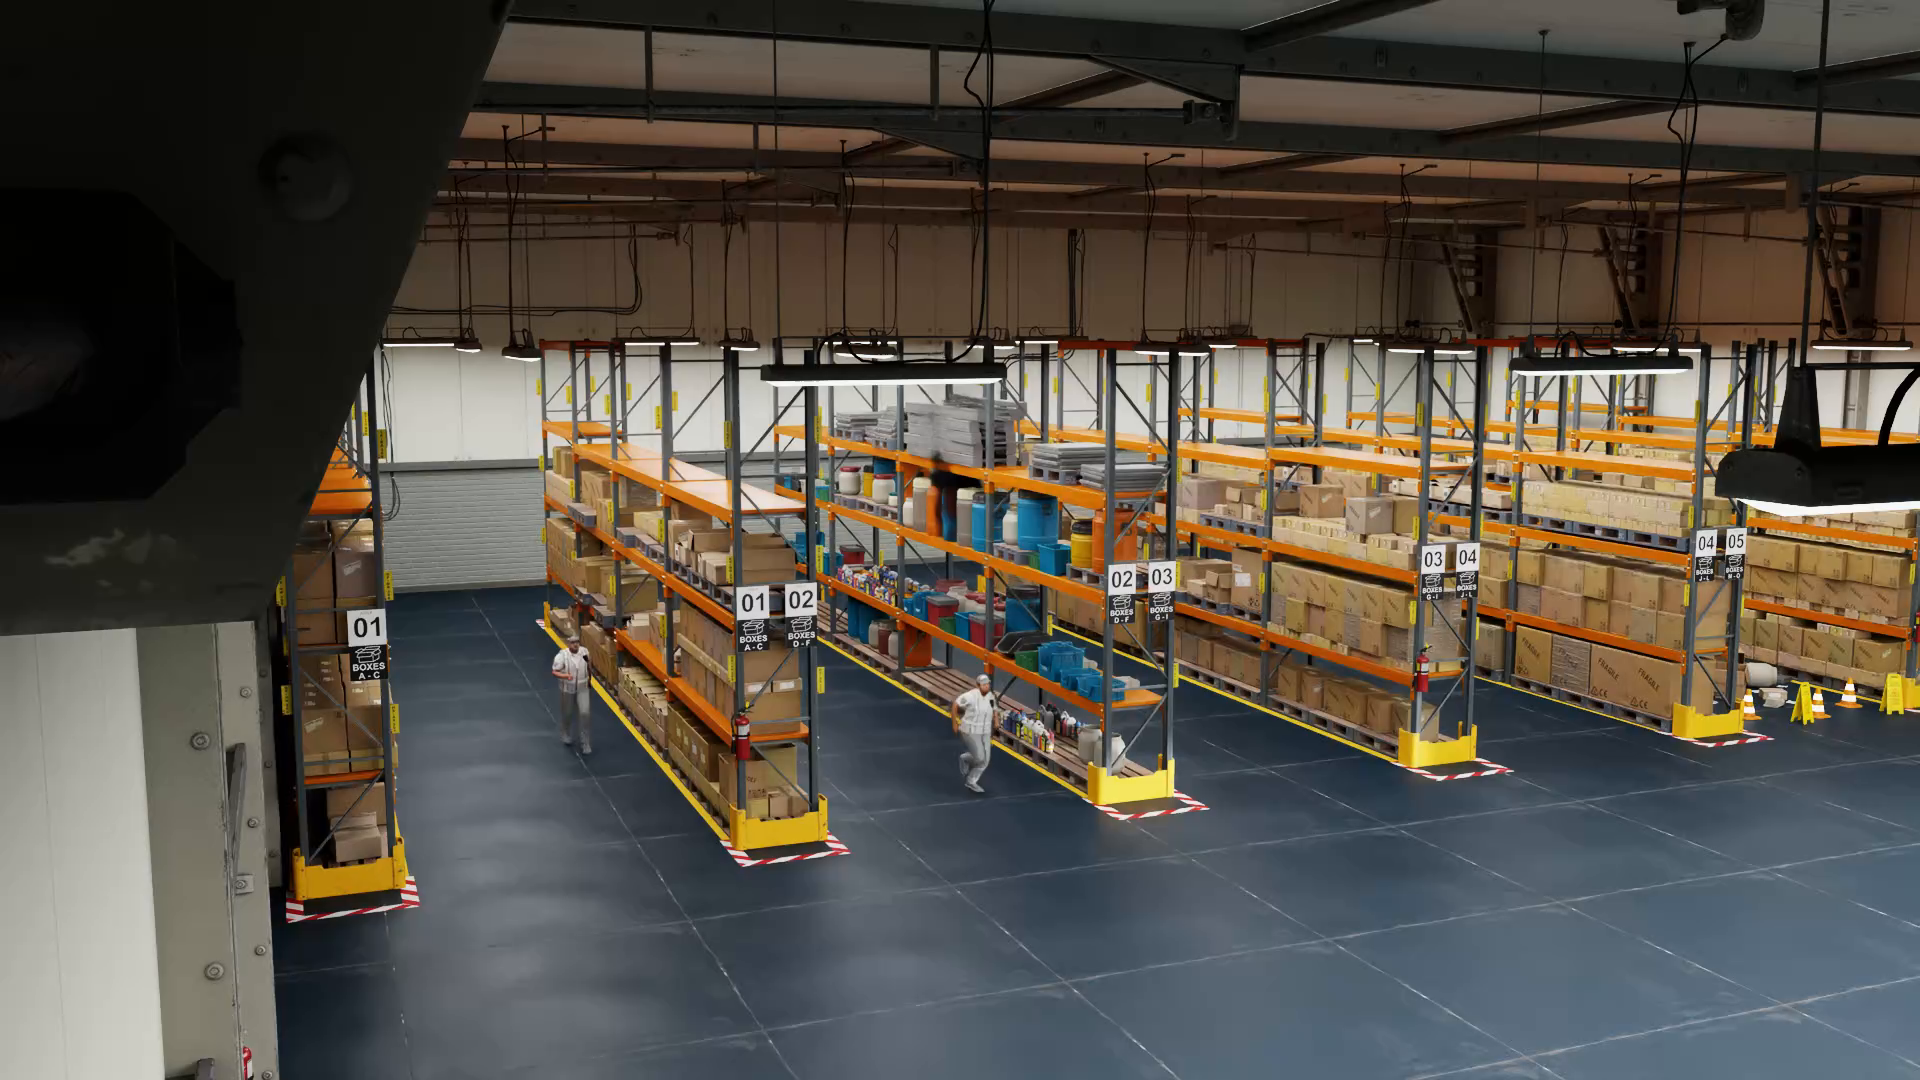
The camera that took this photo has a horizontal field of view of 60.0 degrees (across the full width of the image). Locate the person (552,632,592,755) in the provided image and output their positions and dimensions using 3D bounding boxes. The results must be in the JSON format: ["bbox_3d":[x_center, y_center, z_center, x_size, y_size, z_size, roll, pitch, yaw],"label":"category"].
[{"bbox_3d":[-5.766,2.237,24.777,0.608,1.813,0.908,-3,8,-21],"label":"person"}]

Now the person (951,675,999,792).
[{"bbox_3d":[0.249,2.622,22.559,0.645,1.619,0.623,-5,9,-35],"label":"person"}]

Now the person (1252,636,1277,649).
[{"bbox_3d":[5.824,1.467,31.445,0.627,1.619,0.645,-4,8,-28],"label":"person"}]
